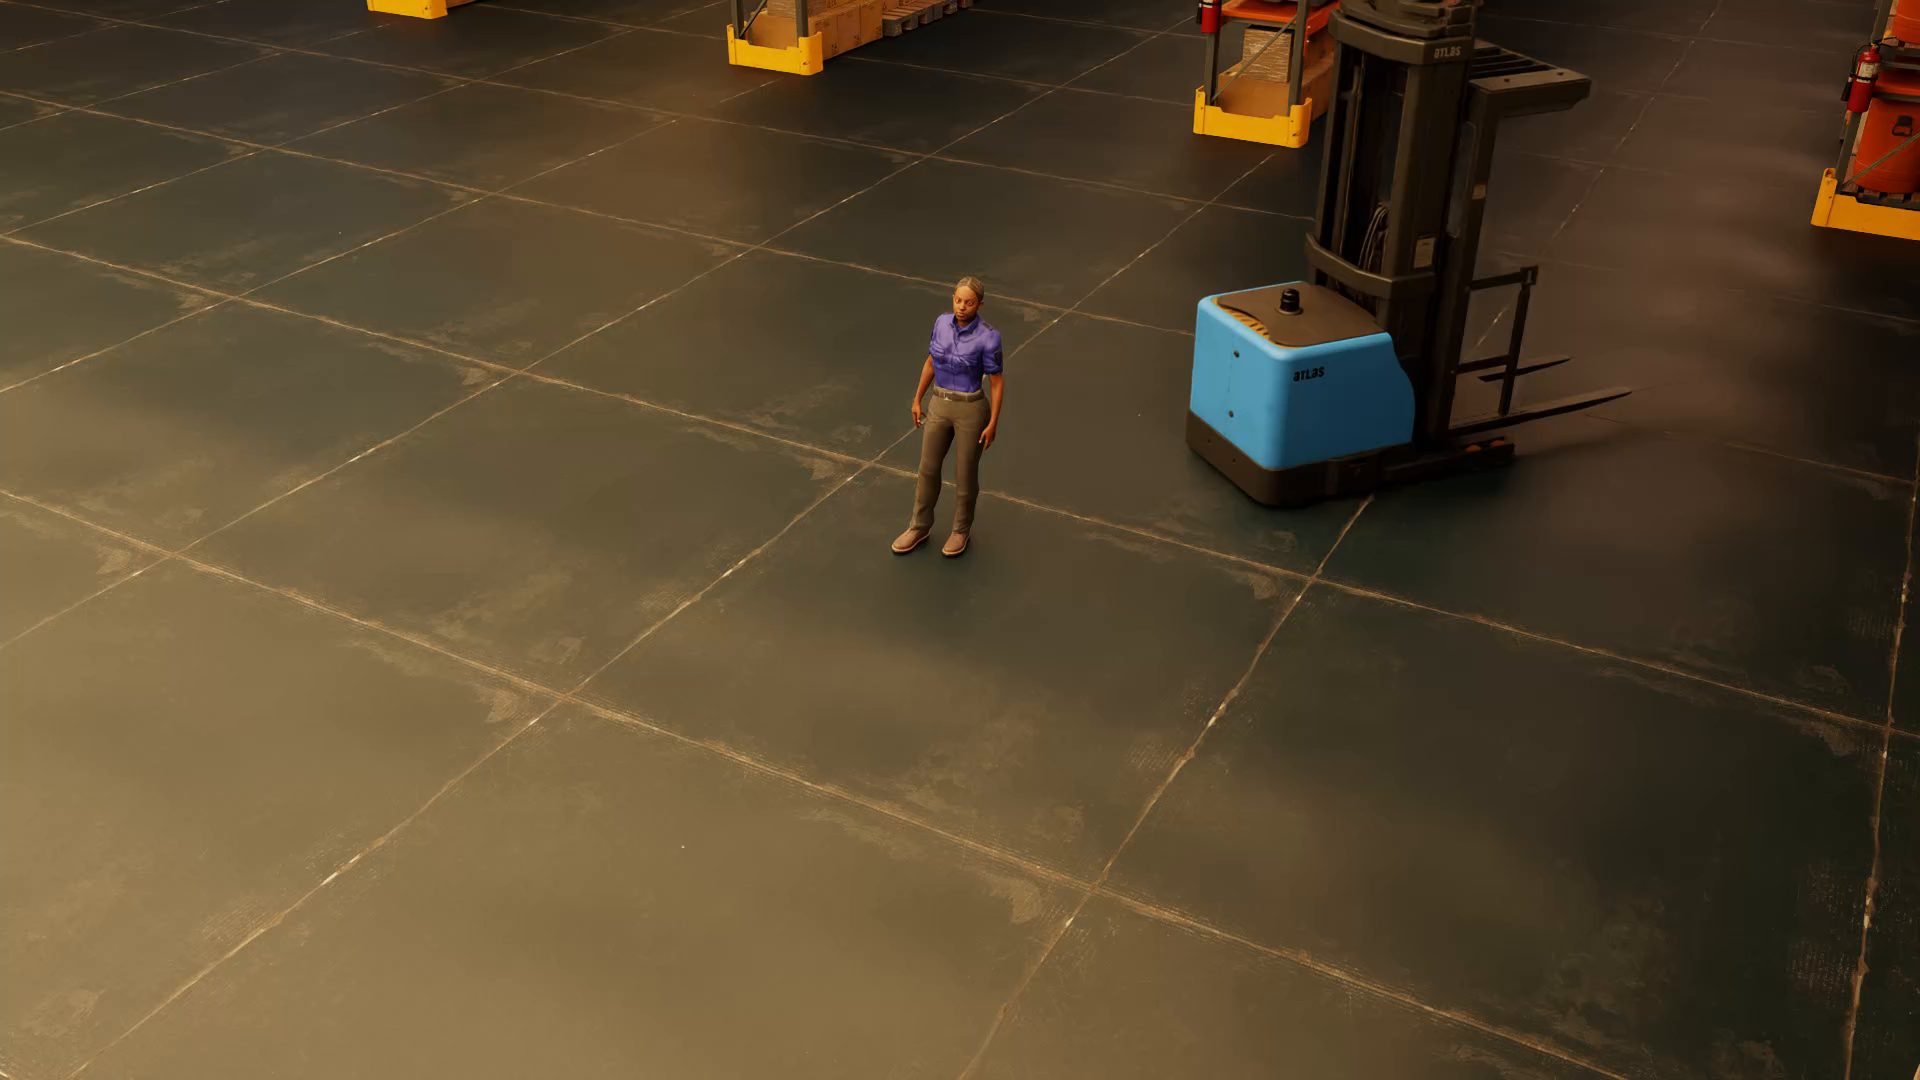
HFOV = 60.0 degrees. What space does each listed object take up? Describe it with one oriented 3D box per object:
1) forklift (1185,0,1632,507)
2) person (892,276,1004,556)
[{"bbox_3d":[3.054,-1.945,10.441,3.031,2.935,1.130,-12,32,-20],"label":"forklift"},{"bbox_3d":[-0.060,-0.690,9.527,0.569,1.655,0.504,15,33,25],"label":"person"}]
